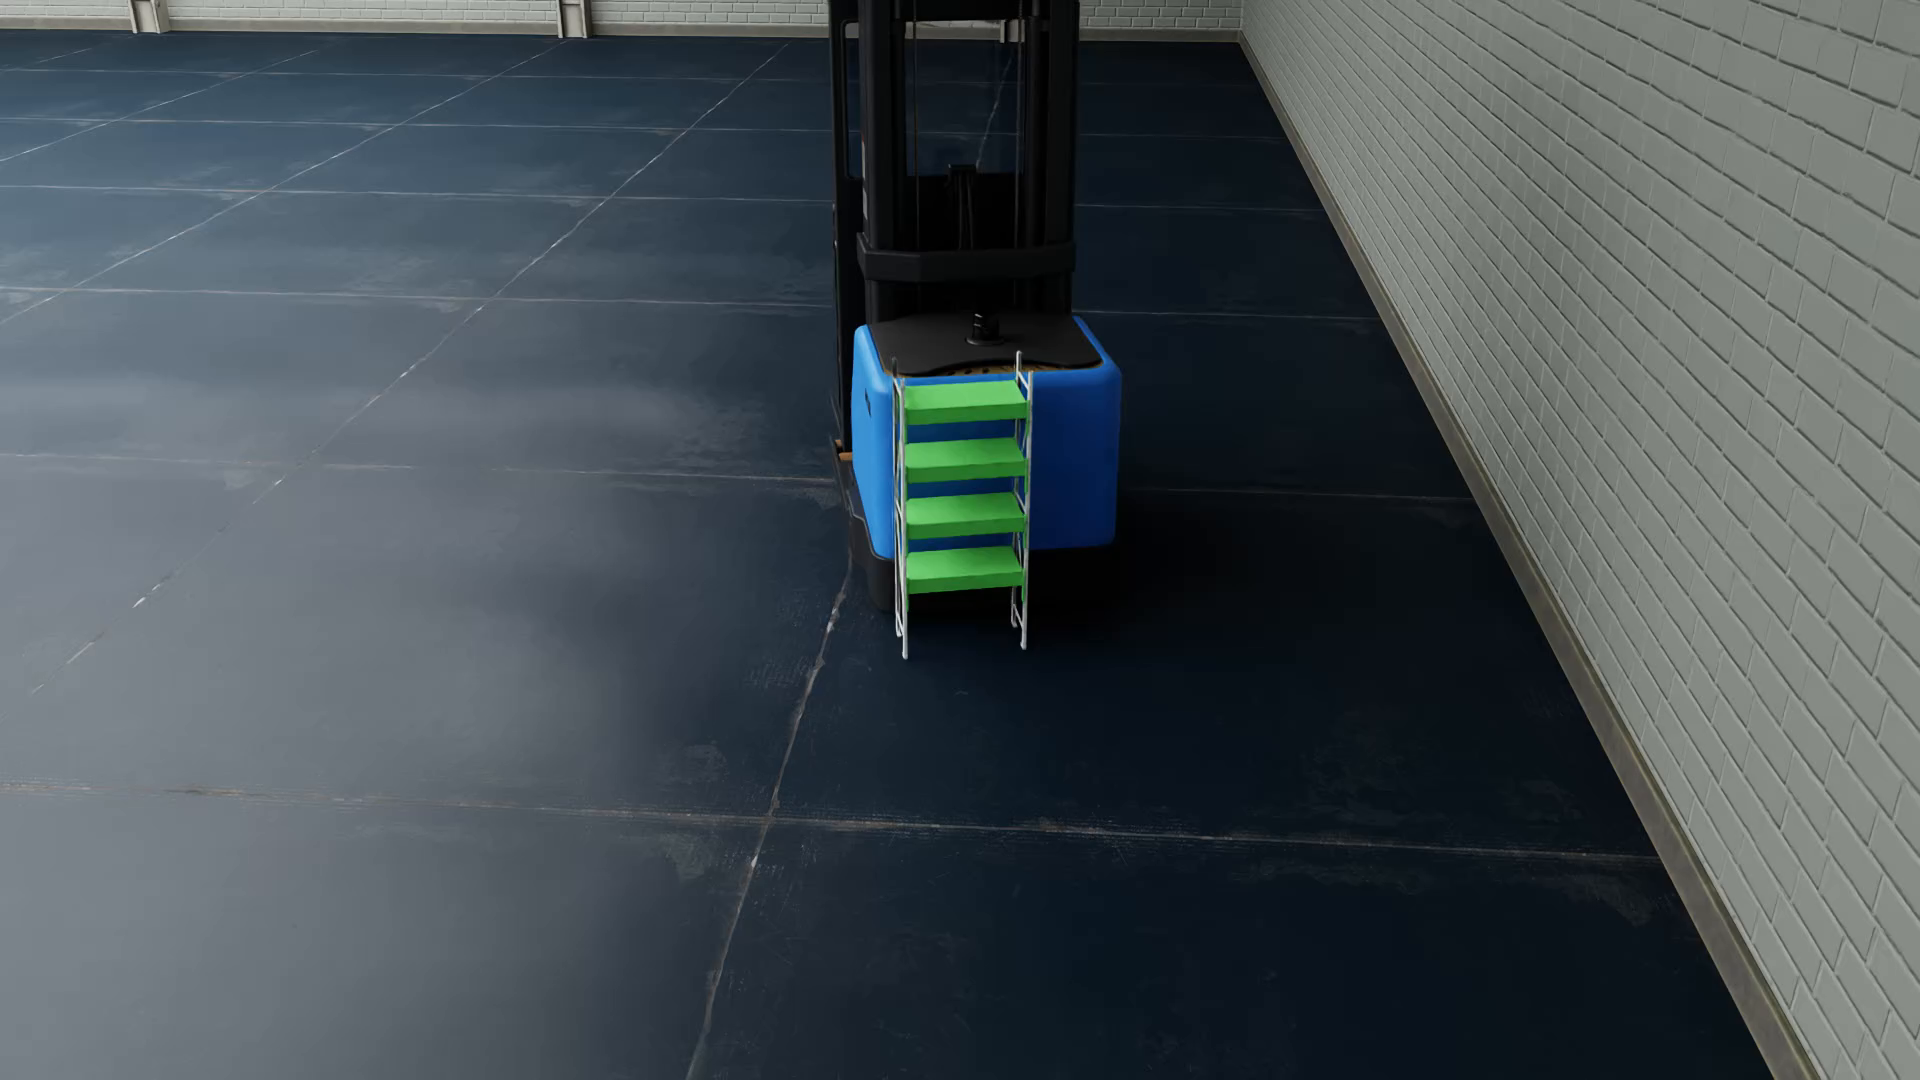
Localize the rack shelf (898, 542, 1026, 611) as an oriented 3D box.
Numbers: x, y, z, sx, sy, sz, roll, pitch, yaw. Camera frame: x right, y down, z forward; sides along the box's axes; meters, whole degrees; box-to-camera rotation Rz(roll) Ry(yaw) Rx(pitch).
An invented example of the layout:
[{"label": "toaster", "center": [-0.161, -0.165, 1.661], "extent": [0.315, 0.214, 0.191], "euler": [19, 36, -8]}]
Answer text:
[{"label": "rack shelf", "center": [0.004, 0.146, 6.715], "extent": [0.480, 0.148, 0.258], "euler": [-4, 27, -9]}]

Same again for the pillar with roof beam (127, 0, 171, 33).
[{"label": "pillar with roof beam", "center": [-11.550, -9.360, 17.326], "extent": [0.400, 9.000, 9.100], "euler": [2, 25, 4]}]

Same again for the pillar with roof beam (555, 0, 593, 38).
[{"label": "pillar with roof beam", "center": [-5.568, -9.168, 16.909], "extent": [0.400, 9.000, 9.100], "euler": [2, 25, 4]}]

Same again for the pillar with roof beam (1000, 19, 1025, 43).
[{"label": "pillar with roof beam", "center": [0.415, -8.976, 16.492], "extent": [0.400, 9.000, 9.100], "euler": [2, 25, 4]}]

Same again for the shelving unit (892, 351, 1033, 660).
[{"label": "shelving unit", "center": [0.005, -0.126, 6.580], "extent": [0.503, 1.200, 0.258], "euler": [-4, 27, -9]}]

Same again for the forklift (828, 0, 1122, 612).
[{"label": "forklift", "center": [-0.063, -1.616, 7.757], "extent": [1.130, 2.935, 3.031], "euler": [-4, 25, -8]}]

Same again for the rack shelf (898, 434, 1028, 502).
[{"label": "rack shelf", "center": [0.006, -0.284, 6.502], "extent": [0.480, 0.148, 0.258], "euler": [-4, 27, -9]}]

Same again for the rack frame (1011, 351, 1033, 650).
[{"label": "rack frame", "center": [0.246, -0.144, 6.618], "extent": [0.015, 1.200, 0.240], "euler": [-4, 27, -9]}]

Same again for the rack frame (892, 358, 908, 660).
[{"label": "rack frame", "center": [-0.235, -0.109, 6.543], "extent": [0.015, 1.200, 0.240], "euler": [-4, 27, -9]}]

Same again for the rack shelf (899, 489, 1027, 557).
[{"label": "rack shelf", "center": [0.005, -0.069, 6.609], "extent": [0.480, 0.148, 0.258], "euler": [-4, 27, -9]}]

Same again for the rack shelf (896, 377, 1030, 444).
[{"label": "rack shelf", "center": [0.007, -0.499, 6.396], "extent": [0.480, 0.148, 0.258], "euler": [-4, 27, -9]}]
